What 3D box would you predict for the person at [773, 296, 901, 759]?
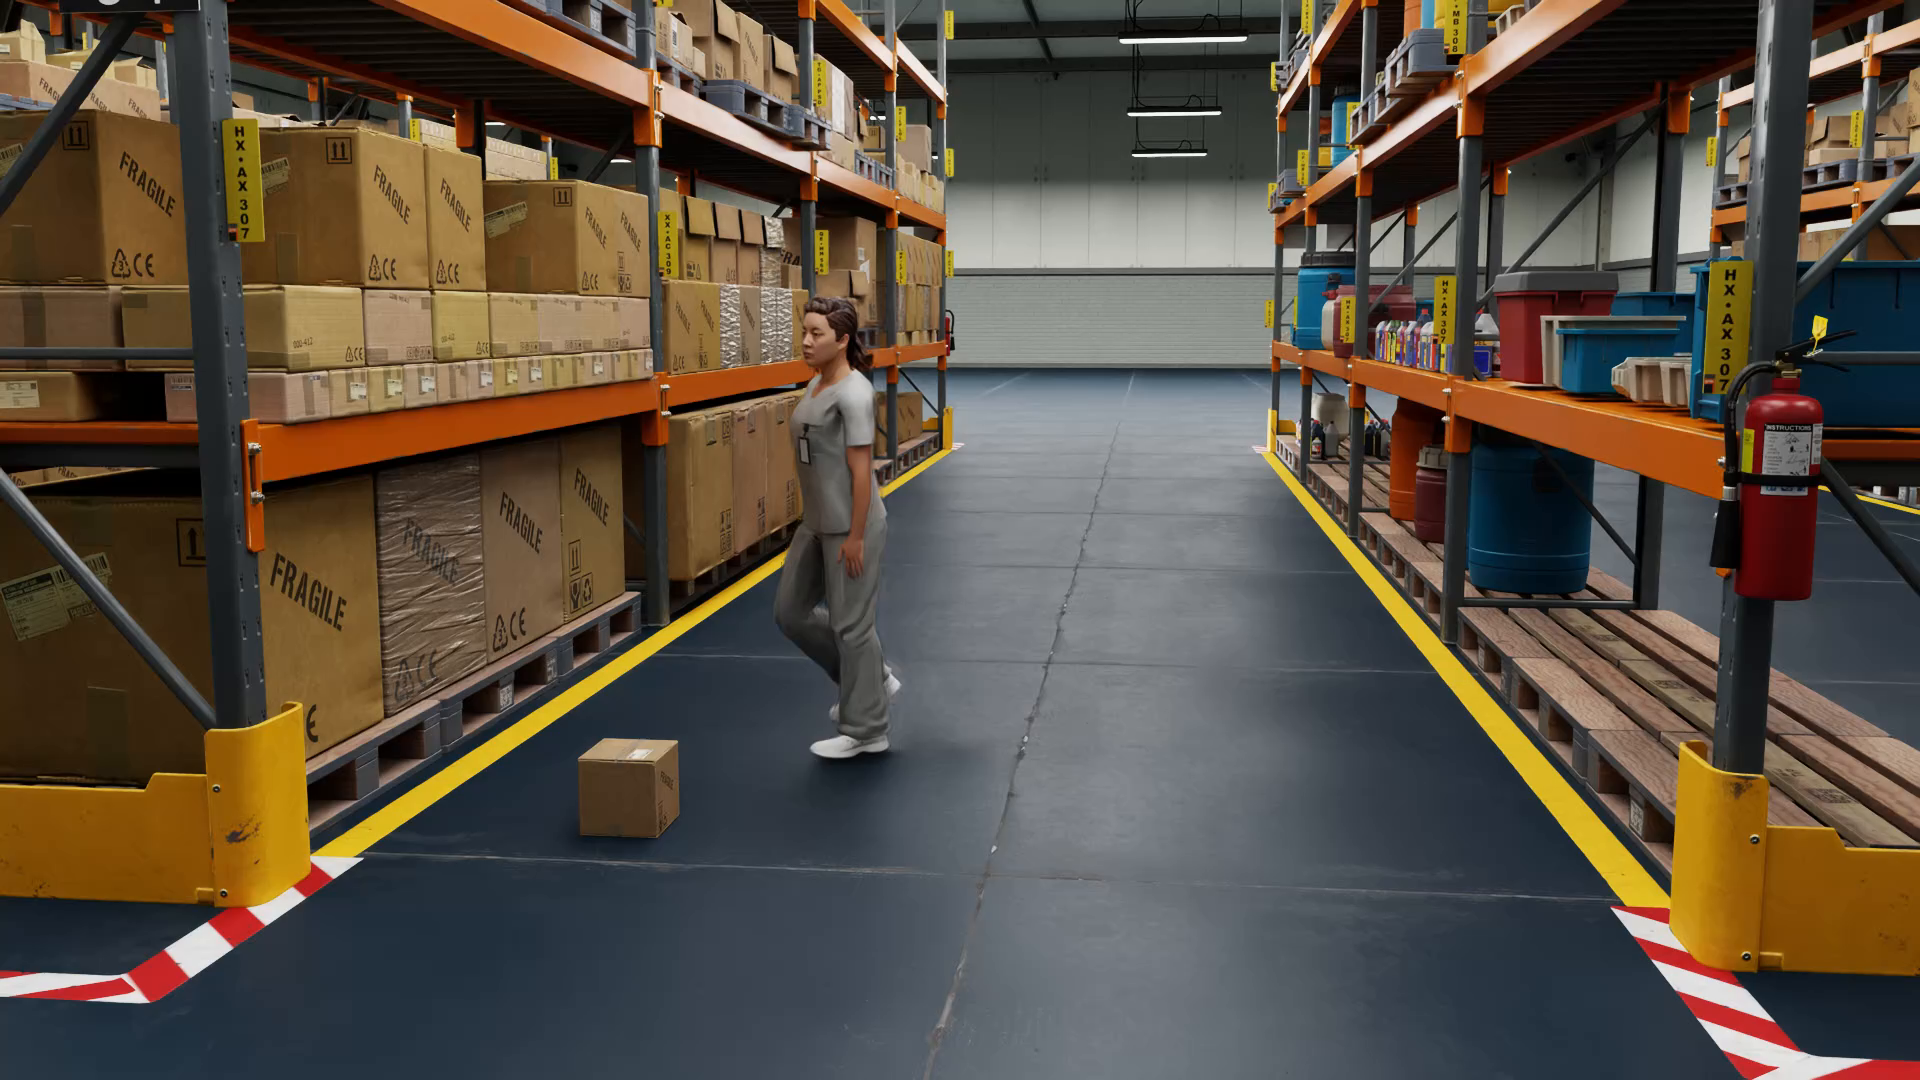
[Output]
[{"bbox_3d":[-0.396,-0.038,5.992,0.480,1.664,0.510,-4,9,-28],"label":"person"}]
